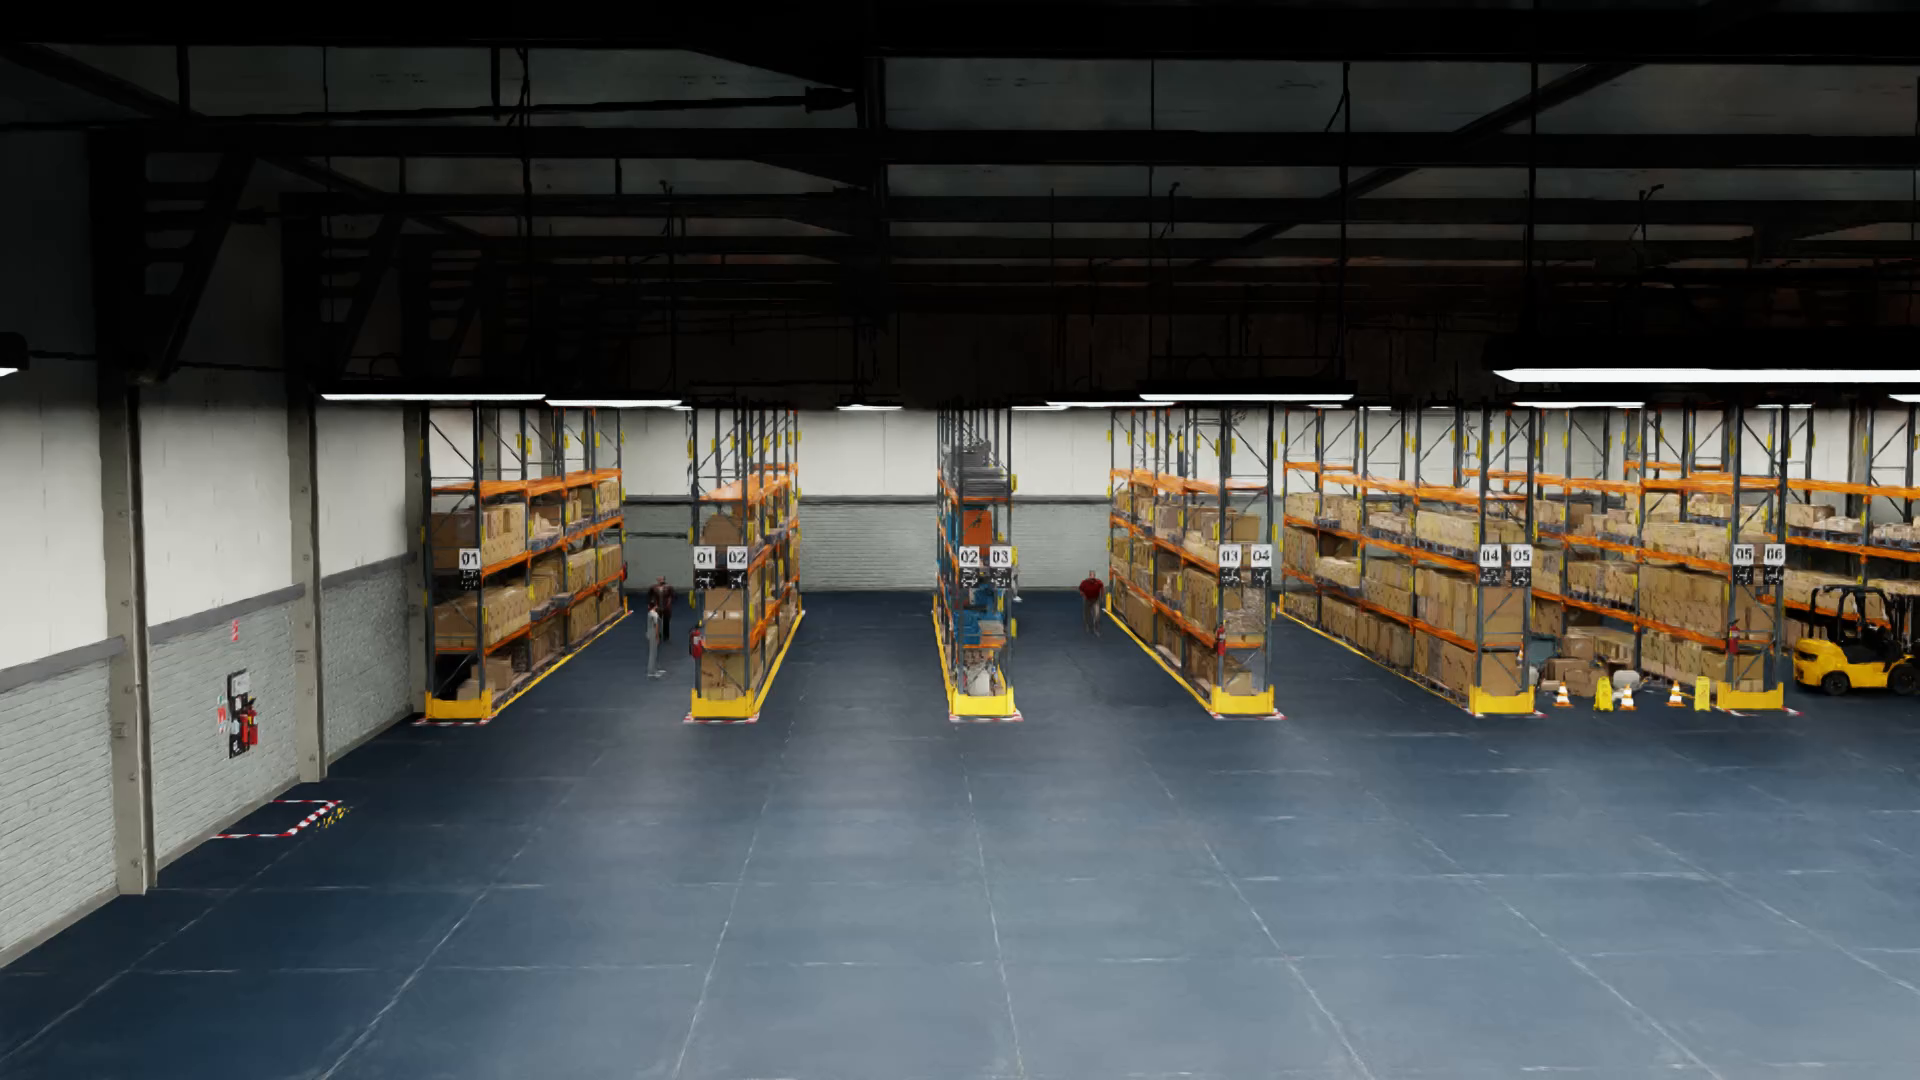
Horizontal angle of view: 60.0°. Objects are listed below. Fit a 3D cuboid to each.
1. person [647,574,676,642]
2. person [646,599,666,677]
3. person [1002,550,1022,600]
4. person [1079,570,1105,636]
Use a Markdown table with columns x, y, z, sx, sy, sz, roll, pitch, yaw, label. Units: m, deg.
| x | y | z | sx | sy | sz | roll | pitch | yaw | label |
| --- | --- | --- | --- | --- | --- | --- | --- | --- | --- |
| -7.389 | 1.685 | 41.175 | 0.735 | 1.718 | 0.903 | -1 | 4 | -7 | person |
| -6.570 | 2.103 | 35.920 | 0.487 | 1.681 | 0.589 | -3 | 5 | -30 | person |
| 1.525 | 1.034 | 50.517 | 0.587 | 1.582 | 0.567 | -4 | 6 | -44 | person |
| 3.389 | 1.590 | 42.796 | 0.681 | 1.663 | 0.861 | 0 | 4 | 3 | person |
